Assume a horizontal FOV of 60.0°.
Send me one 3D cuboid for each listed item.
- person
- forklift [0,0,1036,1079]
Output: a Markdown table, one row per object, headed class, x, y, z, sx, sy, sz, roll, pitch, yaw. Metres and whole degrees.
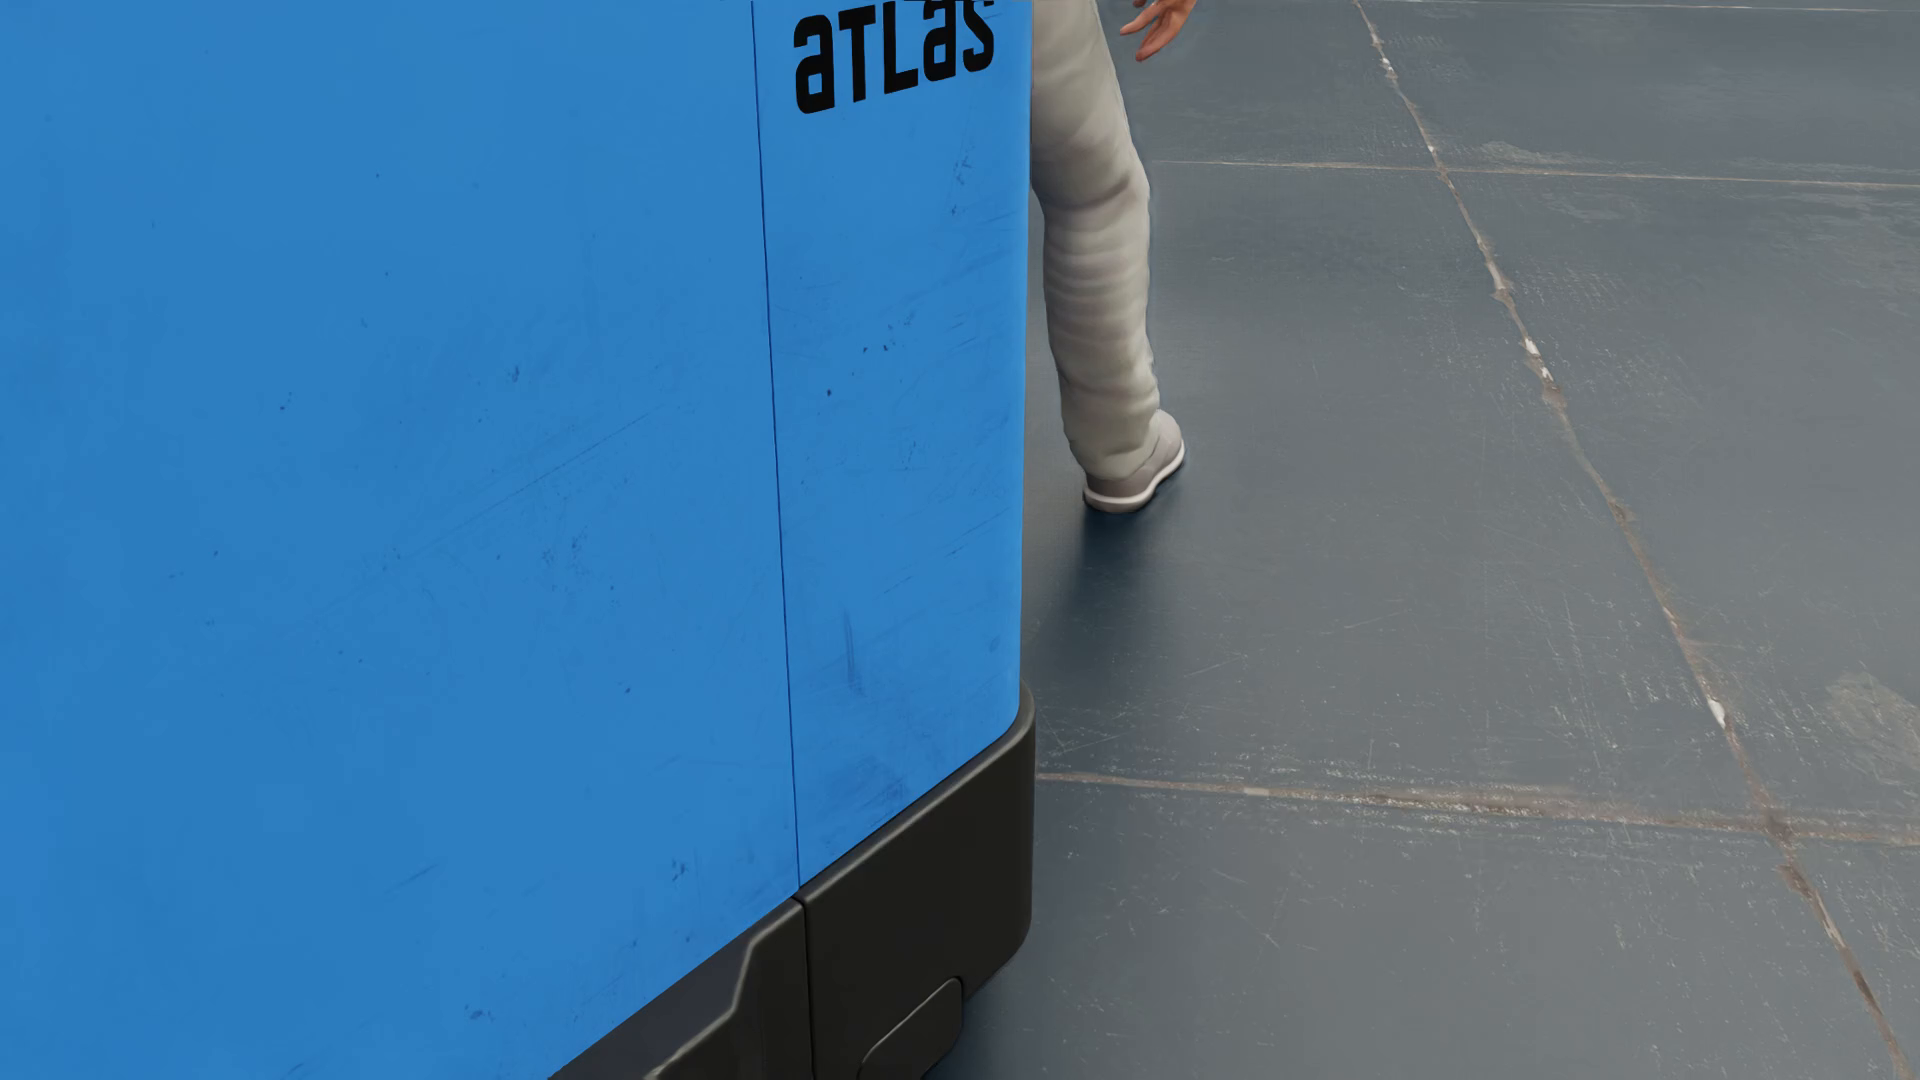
| class | x | y | z | sx | sy | sz | roll | pitch | yaw |
| --- | --- | --- | --- | --- | --- | --- | --- | --- | --- |
| person | -0.005 | -0.844 | 2.273 | 0.698 | 1.752 | 0.601 | 6 | 27 | 12 |
| forklift | -1.221 | -0.496 | 0.211 | 1.130 | 2.935 | 3.031 | 19 | 32 | 33 |
